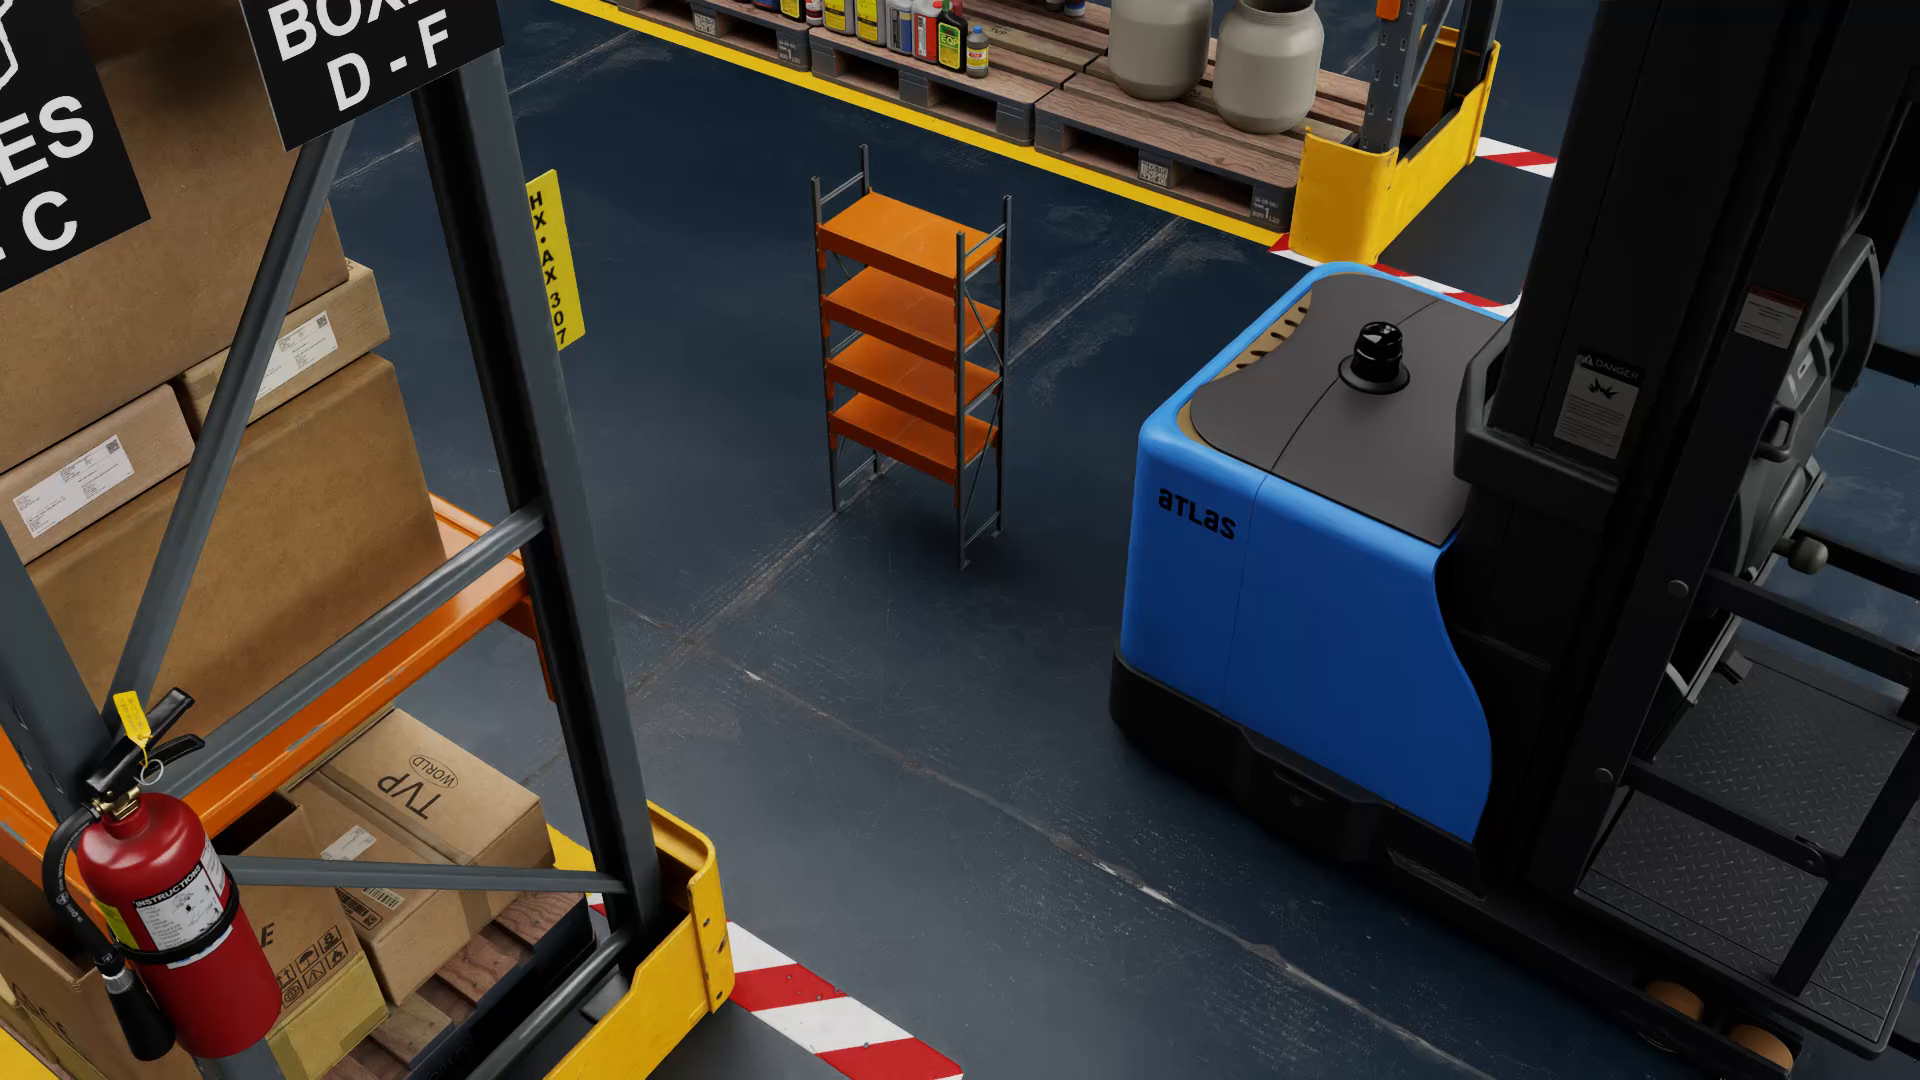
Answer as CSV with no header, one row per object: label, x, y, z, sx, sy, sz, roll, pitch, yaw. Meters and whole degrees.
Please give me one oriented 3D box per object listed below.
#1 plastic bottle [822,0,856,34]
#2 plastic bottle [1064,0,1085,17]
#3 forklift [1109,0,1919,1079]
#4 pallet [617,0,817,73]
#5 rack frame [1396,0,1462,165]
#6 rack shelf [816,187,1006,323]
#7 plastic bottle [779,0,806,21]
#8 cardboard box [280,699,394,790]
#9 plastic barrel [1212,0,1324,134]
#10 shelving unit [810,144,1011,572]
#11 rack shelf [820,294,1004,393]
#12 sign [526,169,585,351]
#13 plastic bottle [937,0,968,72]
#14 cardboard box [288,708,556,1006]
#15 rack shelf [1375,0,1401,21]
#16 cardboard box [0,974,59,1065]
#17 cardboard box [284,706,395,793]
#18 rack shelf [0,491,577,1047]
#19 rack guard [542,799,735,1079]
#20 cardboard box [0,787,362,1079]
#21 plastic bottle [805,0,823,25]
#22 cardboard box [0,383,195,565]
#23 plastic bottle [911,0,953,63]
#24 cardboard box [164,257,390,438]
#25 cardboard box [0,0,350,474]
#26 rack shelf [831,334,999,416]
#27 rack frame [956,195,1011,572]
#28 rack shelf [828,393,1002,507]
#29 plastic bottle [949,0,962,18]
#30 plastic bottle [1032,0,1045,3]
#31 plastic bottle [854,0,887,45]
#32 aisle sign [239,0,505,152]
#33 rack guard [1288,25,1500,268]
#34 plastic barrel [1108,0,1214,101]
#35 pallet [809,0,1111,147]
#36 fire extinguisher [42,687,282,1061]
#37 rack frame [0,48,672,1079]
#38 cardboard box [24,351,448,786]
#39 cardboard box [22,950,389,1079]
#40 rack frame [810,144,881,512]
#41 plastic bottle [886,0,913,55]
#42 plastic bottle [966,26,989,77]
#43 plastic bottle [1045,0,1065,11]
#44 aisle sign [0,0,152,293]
plastic bottle,-0.520,-2.448,7.393,0.185,0.351,0.144,25,47,25
plastic bottle,0.524,-2.522,7.535,0.097,0.271,0.097,0,42,0
forklift,0.333,-2.144,4.872,8.490,3.703,3.137,27,48,27
pallet,-0.919,-2.723,8.135,1.213,0.211,1.003,25,48,25
rack frame,1.832,-2.512,5.808,0.053,2.616,0.949,25,48,25
rack shelf,-0.136,-0.803,4.659,0.480,0.148,0.258,25,48,25
plastic bottle,-0.757,-2.500,7.502,0.133,0.283,0.061,27,48,27
cardboard box,-1.739,0.264,3.891,0.500,0.500,0.500,25,48,25
plastic barrel,1.247,-1.950,6.731,0.421,0.512,0.421,0,42,0
shelving unit,-0.136,-0.511,4.921,0.503,1.200,0.258,25,48,25
rack shelf,-0.136,-0.627,4.816,0.480,0.148,0.258,25,48,25
sign,-0.694,-0.461,2.807,0.005,0.325,0.100,25,48,25
plastic bottle,-0.032,-2.161,7.123,0.133,0.283,0.061,26,48,26
cardboard box,-1.329,0.734,3.928,0.500,0.250,0.500,25,48,25
rack shelf,0.192,-3.008,6.902,4.000,0.370,1.077,25,48,25
cardboard box,-2.042,0.831,3.818,0.500,0.250,0.500,25,48,25
cardboard box,-1.740,0.544,4.139,0.500,0.250,0.500,25,48,25
rack shelf,-2.655,-0.306,3.881,4.000,0.370,1.077,25,48,25
rack guard,-0.998,1.133,3.609,0.348,0.500,1.175,25,48,25
cardboard box,-1.627,0.738,3.360,0.500,0.500,0.500,25,48,25
plastic bottle,-0.650,-2.434,7.490,0.097,0.201,0.097,0,42,0
cardboard box,-1.440,-0.129,2.583,0.250,0.149,0.380,24,47,25
plastic bottle,-0.116,-2.235,7.211,0.135,0.276,0.152,25,48,26
cardboard box,-1.215,-0.355,2.835,0.250,0.149,0.380,25,47,25
cardboard box,-1.436,-0.535,2.550,0.500,0.500,0.700,25,48,25
rack shelf,-0.136,-0.490,4.940,0.457,0.050,0.221,25,48,25
rack frame,0.064,-0.417,4.816,0.015,1.200,0.240,25,48,25
rack shelf,-0.136,-0.312,5.098,0.480,0.148,0.258,25,48,25
plastic bottle,-0.056,-2.296,7.274,0.133,0.283,0.061,25,48,25
plastic bottle,0.349,-2.623,7.639,0.133,0.283,0.061,26,48,26
plastic bottle,-0.368,-2.377,7.314,0.185,0.351,0.144,27,48,27
aisle sign,-0.788,-0.919,2.078,0.004,0.787,0.394,25,48,25
rack guard,1.741,-1.583,6.644,0.348,0.500,1.175,25,48,25
plastic barrel,0.837,-2.142,6.945,0.421,0.512,0.421,0,42,0
pallet,0.084,-2.256,7.613,1.213,0.211,1.003,25,48,25
fire extinguisher,-1.187,0.520,2.478,0.183,0.674,0.296,25,48,25
rack frame,-1.017,0.192,2.786,0.127,3.000,1.000,25,48,25
cardboard box,-1.392,-0.031,2.960,0.500,0.500,0.700,25,48,25
cardboard box,-1.626,1.016,3.612,0.500,0.250,0.500,25,48,25
rack frame,-0.335,-0.604,5.025,0.015,1.200,0.240,25,48,25
plastic bottle,-0.230,-2.288,7.270,0.135,0.276,0.152,24,47,24
plastic bottle,0.074,-2.096,7.111,0.097,0.201,0.097,0,42,0
plastic bottle,0.440,-2.536,7.603,0.097,0.201,0.097,0,42,0
aisle sign,-1.132,-0.591,1.712,0.004,0.787,0.394,25,48,25
